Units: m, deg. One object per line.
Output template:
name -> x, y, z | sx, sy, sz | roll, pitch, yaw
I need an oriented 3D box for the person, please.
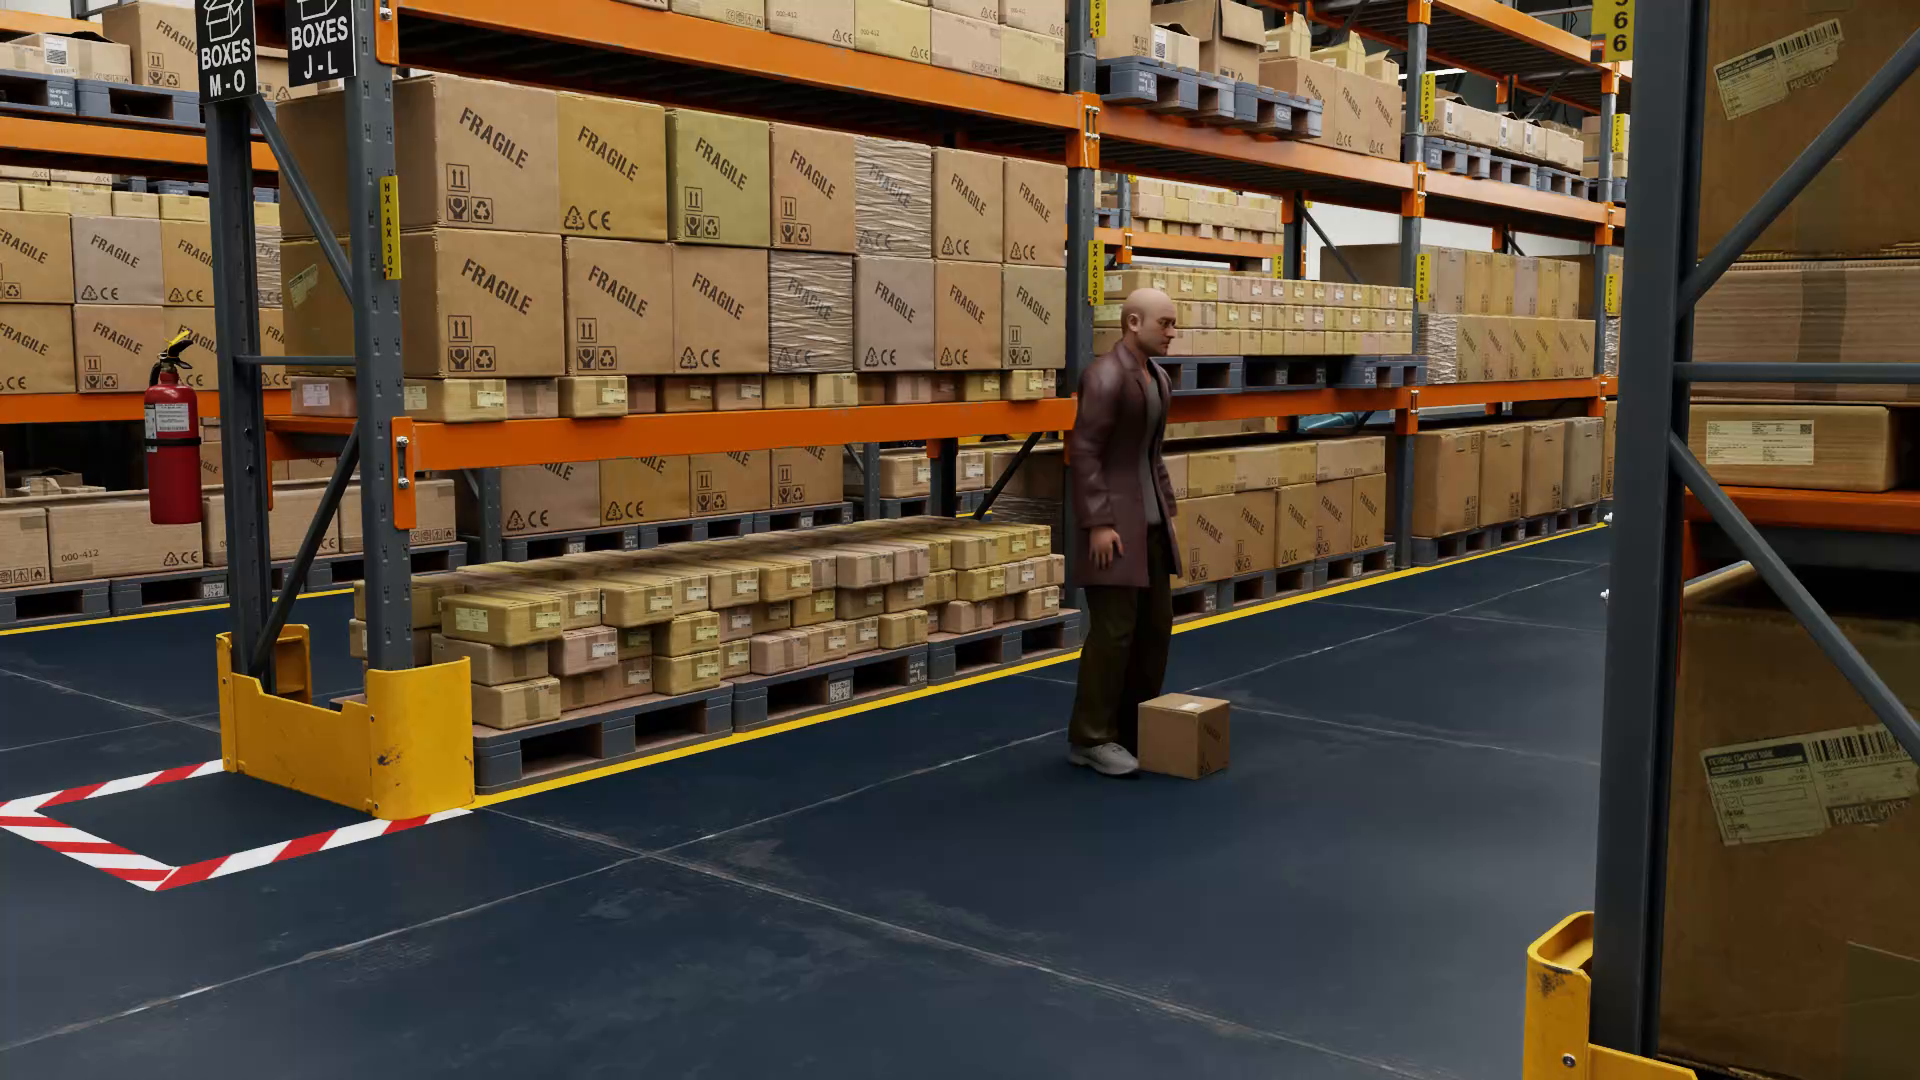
person -> 0.638, -0.051, 6.241 | 0.429, 1.772, 0.649 | 5, 8, 35
